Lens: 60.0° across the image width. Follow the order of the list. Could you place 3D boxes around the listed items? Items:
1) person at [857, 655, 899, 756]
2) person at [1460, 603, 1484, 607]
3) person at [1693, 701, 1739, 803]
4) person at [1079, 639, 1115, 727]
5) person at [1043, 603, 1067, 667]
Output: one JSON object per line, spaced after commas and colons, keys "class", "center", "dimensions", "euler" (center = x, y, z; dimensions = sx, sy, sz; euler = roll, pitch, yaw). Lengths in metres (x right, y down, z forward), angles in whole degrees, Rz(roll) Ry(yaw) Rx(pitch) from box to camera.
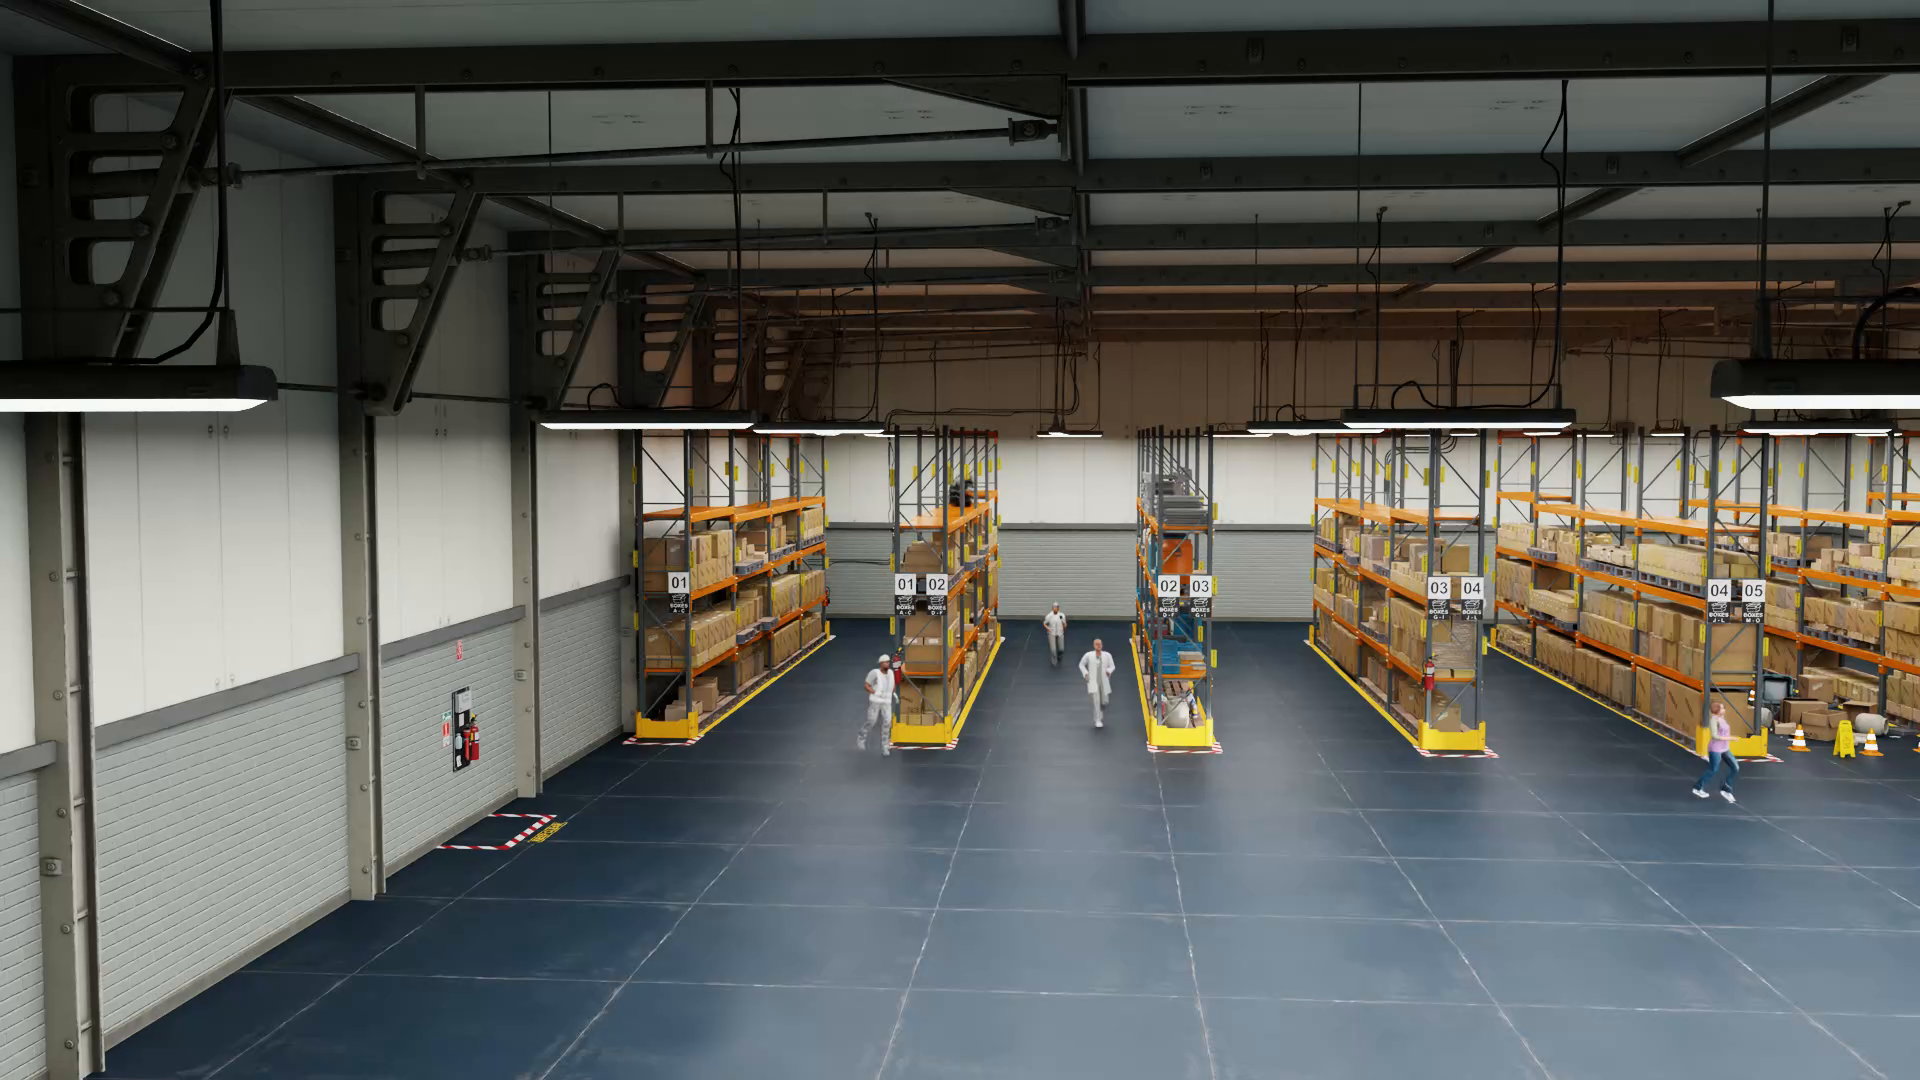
{"class": "person", "center": [-1.420, 2.992, 30.432], "dimensions": [0.746, 1.792, 0.864], "euler": [-2, 4, -36]}
{"class": "person", "center": [14.383, 2.051, 46.939], "dimensions": [0.876, 1.665, 0.678], "euler": [-2, 4, -24]}
{"class": "person", "center": [12.010, 3.353, 26.356], "dimensions": [0.541, 1.615, 0.703], "euler": [-3, 5, -42]}
{"class": "person", "center": [2.752, 2.850, 33.328], "dimensions": [0.716, 1.736, 0.832], "euler": [0, 3, -6]}
{"class": "person", "center": [2.412, 2.394, 41.953], "dimensions": [0.604, 1.616, 0.555], "euler": [0, 3, -5]}
